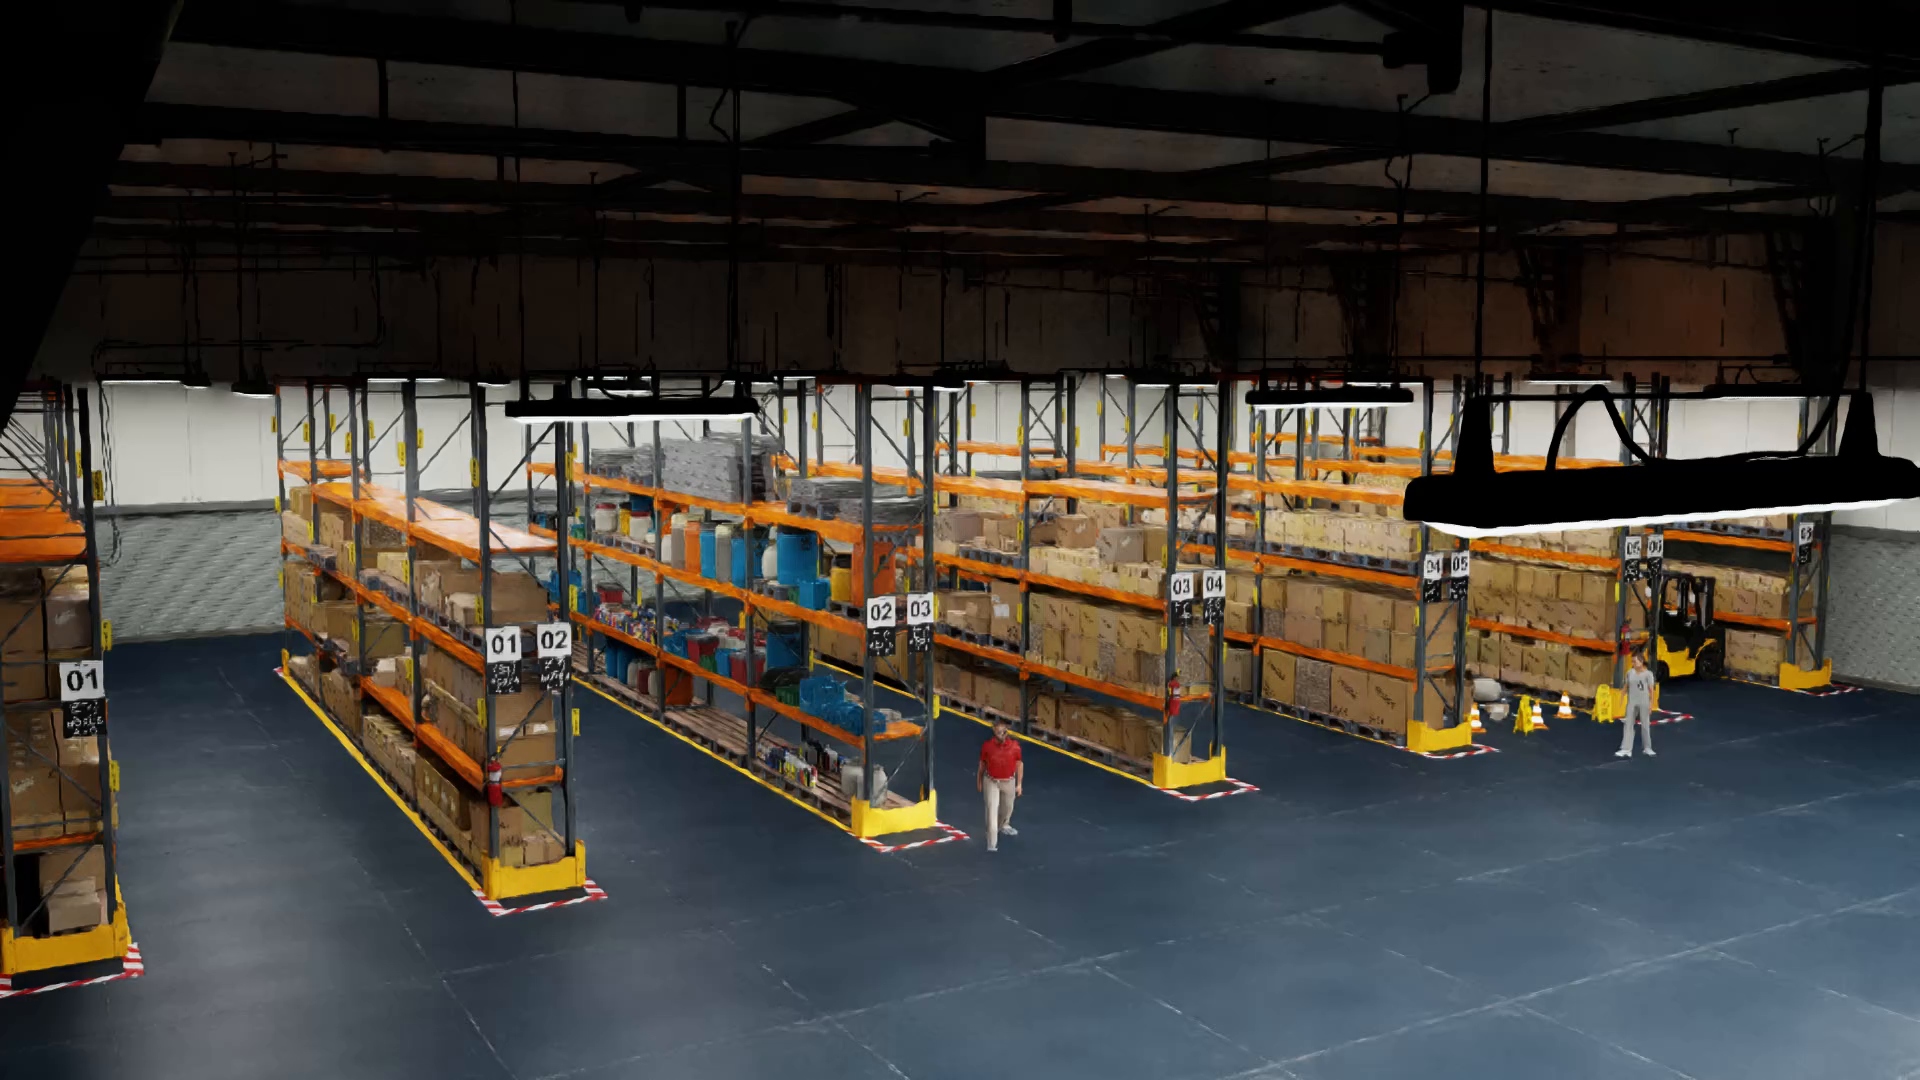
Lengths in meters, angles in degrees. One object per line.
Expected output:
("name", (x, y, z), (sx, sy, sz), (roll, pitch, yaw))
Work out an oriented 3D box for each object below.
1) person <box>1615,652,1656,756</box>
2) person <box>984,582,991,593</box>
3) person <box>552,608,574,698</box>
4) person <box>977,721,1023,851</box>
("person", (10.777, 2.609, 26.469), (0.578, 1.666, 0.621), (5, 8, 39))
("person", (0.821, 0.789, 42.775), (0.661, 1.758, 0.550), (4, 7, 30))
("person", (-7.497, 2.091, 31.050), (0.564, 1.666, 0.560), (-1, 6, -7))
("person", (0.522, 3.141, 21.606), (0.585, 1.665, 0.973), (-1, 6, -9))
